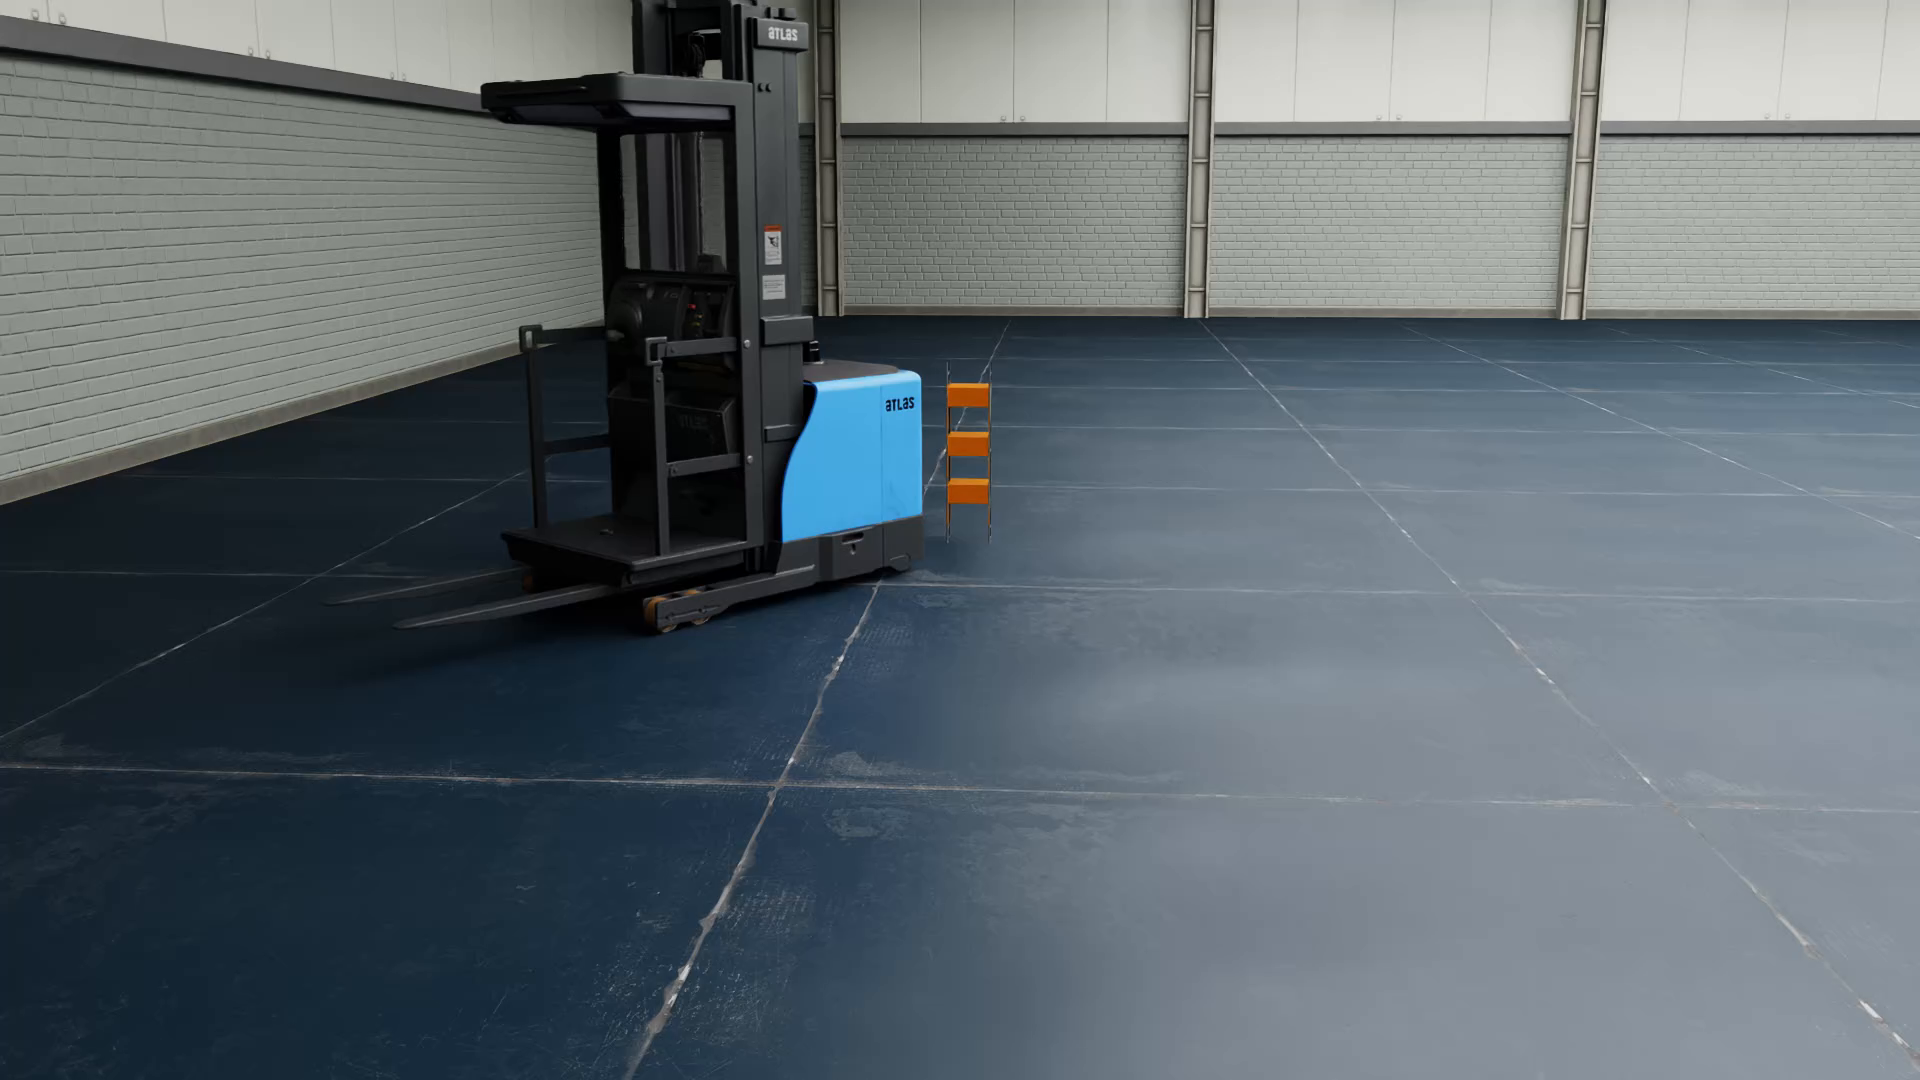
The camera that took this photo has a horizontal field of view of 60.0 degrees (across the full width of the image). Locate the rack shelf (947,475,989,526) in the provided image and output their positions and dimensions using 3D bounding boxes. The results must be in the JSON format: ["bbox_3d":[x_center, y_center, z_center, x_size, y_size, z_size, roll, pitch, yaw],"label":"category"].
[{"bbox_3d":[0.053,-0.231,9.716,0.240,0.259,0.215,1,12,4],"label":"rack shelf"}]

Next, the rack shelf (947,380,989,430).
[{"bbox_3d":[0.053,-0.781,9.601,0.240,0.259,0.215,1,12,4],"label":"rack shelf"}]

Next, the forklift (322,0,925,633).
[{"bbox_3d":[-1.557,-1.122,7.973,1.130,2.935,3.031,11,16,42],"label":"forklift"}]

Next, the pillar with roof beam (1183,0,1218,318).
[{"bbox_3d":[3.565,-7.171,22.073,0.400,9.000,9.100,1,12,4],"label":"pillar with roof beam"}]

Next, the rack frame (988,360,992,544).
[{"bbox_3d":[0.175,-0.511,9.649,0.008,1.050,0.200,1,12,4],"label":"rack frame"}]

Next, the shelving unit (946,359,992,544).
[{"bbox_3d":[0.053,-0.513,9.657,0.252,1.050,0.215,1,12,4],"label":"shelving unit"}]

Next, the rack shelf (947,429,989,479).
[{"bbox_3d":[0.053,-0.503,9.659,0.240,0.259,0.215,1,12,4],"label":"rack shelf"}]

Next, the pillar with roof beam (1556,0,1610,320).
[{"bbox_3d":[9.552,-7.089,21.681,0.400,9.000,9.100,1,12,4],"label":"pillar with roof beam"}]

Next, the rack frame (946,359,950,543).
[{"bbox_3d":[-0.068,-0.515,9.665,0.008,1.050,0.200,1,12,4],"label":"rack frame"}]

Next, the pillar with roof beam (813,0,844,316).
[{"bbox_3d":[-2.422,-7.253,22.466,0.400,9.000,9.100,1,12,4],"label":"pillar with roof beam"}]
